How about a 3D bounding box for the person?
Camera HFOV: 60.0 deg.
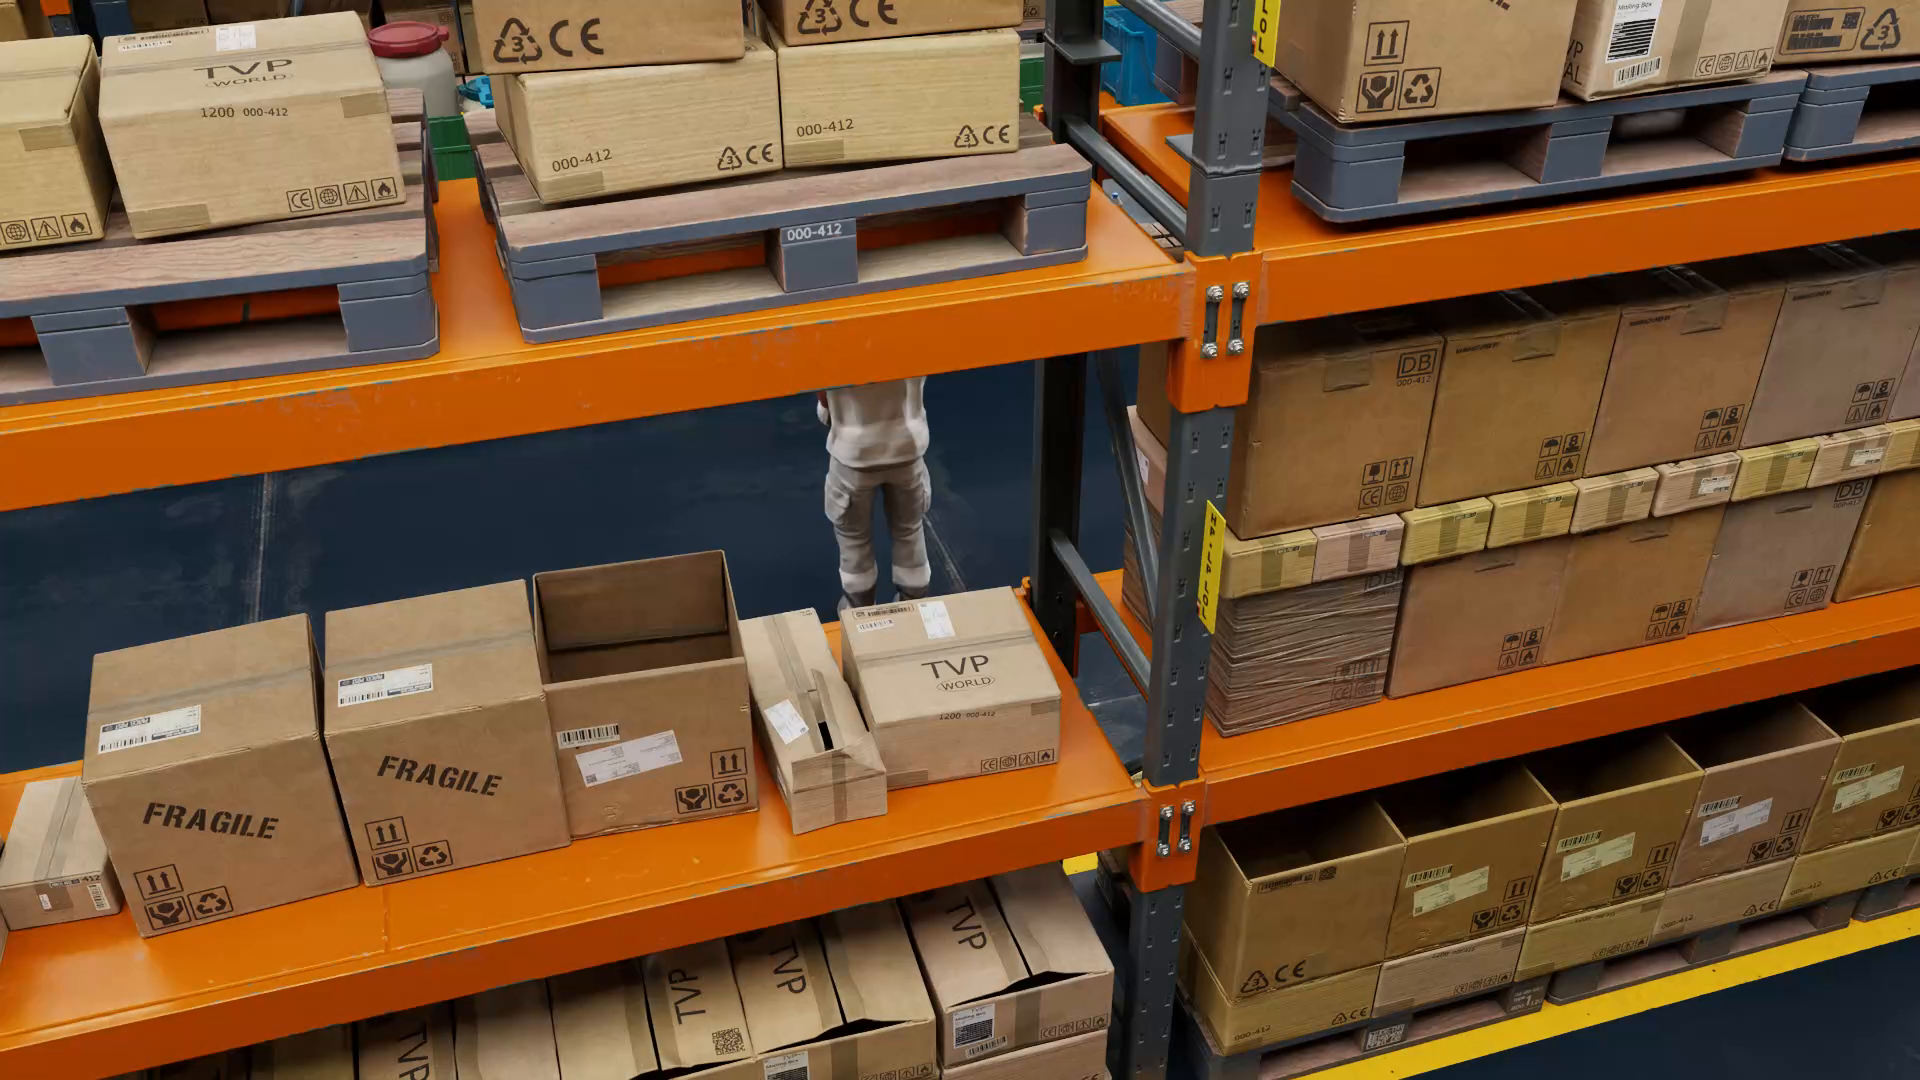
[{"bbox_3d":[-0.351,-0.409,6.736,0.502,1.789,0.560,-9,35,-14],"label":"person"}]
